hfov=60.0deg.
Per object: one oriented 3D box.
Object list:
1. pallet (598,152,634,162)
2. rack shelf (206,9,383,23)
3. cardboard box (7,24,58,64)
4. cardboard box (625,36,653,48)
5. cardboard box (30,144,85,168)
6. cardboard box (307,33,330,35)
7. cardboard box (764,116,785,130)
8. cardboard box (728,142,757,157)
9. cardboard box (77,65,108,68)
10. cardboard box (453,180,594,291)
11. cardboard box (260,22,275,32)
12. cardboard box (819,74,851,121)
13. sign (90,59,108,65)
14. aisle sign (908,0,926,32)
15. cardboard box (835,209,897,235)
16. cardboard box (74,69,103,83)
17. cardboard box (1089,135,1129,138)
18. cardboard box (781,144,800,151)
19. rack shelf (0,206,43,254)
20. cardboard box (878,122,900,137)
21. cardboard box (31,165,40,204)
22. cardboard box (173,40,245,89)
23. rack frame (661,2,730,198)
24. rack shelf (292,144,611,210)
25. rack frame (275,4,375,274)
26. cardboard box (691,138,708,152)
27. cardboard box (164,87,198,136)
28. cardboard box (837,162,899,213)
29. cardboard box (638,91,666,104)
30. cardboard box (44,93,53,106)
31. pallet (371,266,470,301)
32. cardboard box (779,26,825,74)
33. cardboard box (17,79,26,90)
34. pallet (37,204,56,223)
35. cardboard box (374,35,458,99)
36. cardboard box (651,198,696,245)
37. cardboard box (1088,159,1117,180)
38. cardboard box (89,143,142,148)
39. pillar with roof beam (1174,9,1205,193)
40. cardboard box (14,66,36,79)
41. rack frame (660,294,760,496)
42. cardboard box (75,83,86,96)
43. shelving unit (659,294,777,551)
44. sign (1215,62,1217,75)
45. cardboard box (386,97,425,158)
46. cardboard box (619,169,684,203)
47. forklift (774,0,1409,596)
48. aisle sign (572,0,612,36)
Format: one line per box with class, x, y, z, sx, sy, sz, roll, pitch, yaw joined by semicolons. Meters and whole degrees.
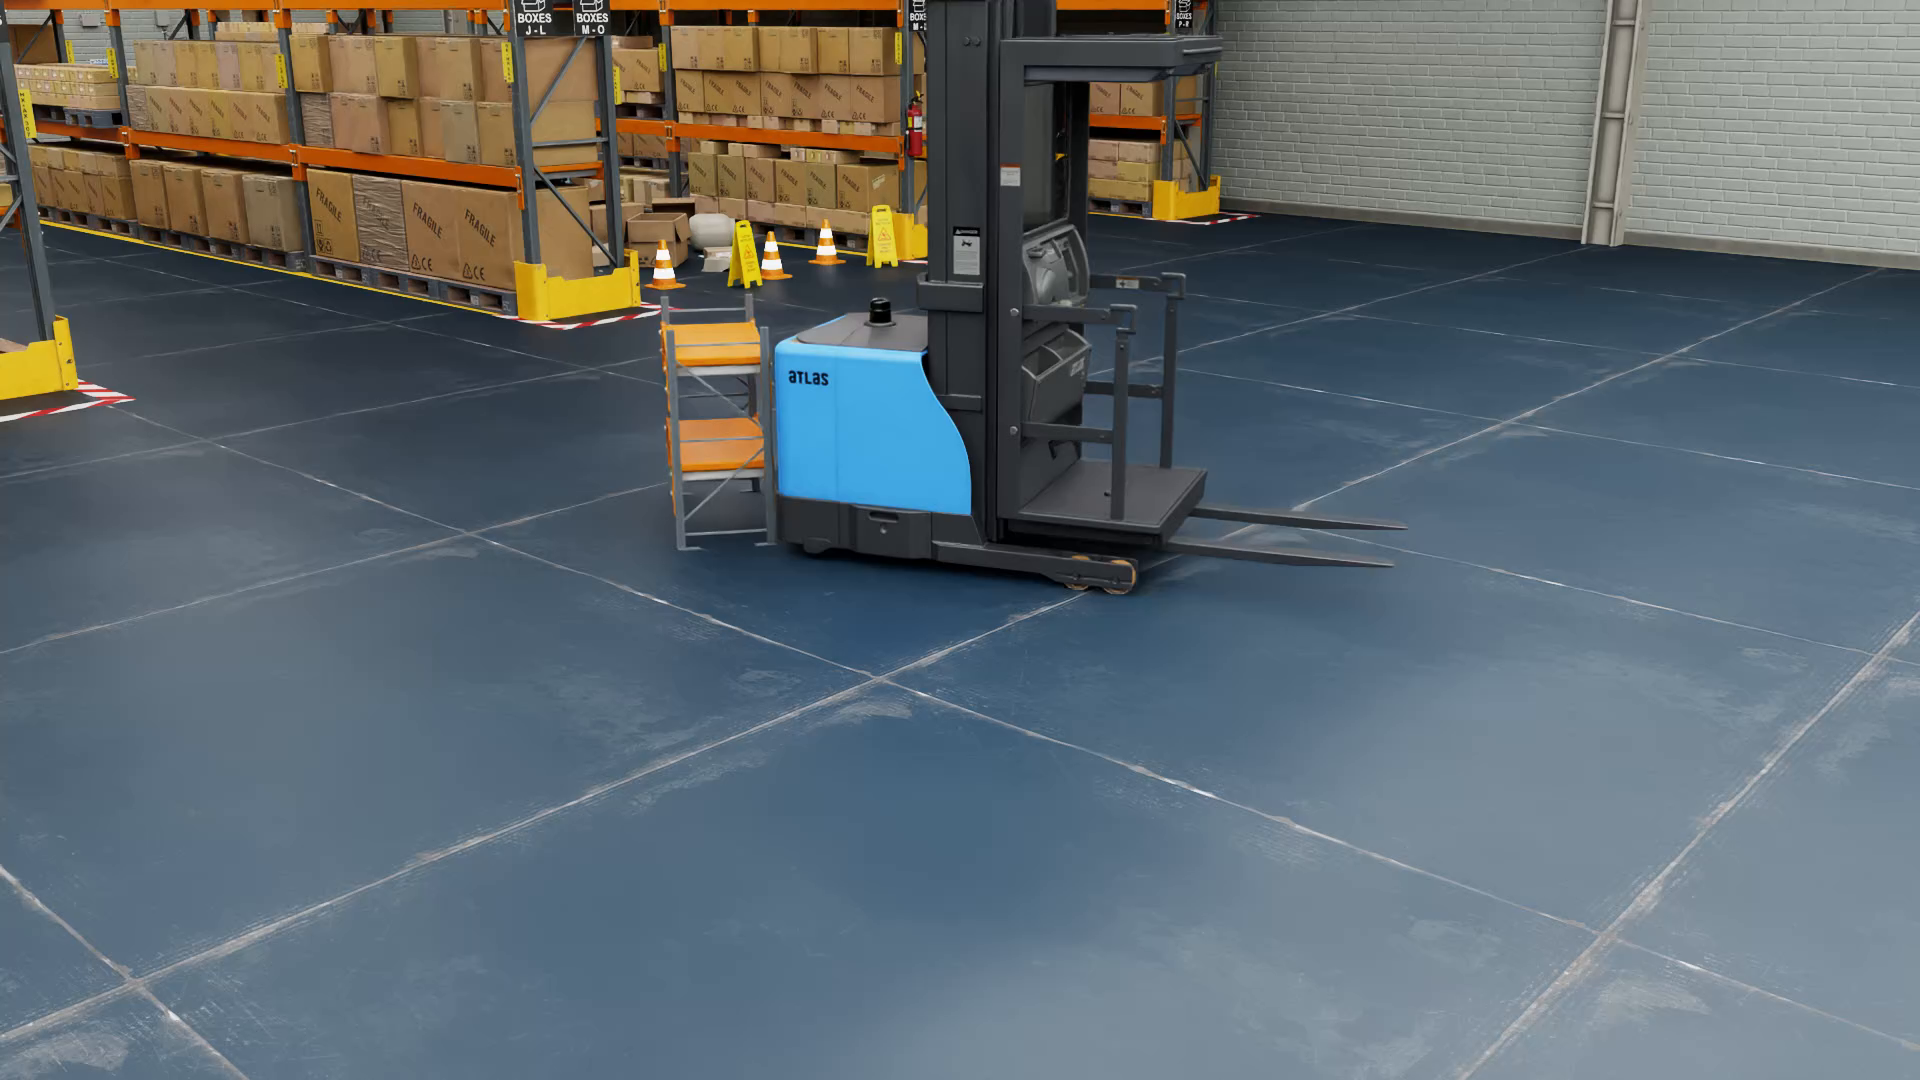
pallet;-6.470;-7.009;30.348;1.213;0.211;1.003;15;23;39
rack shelf;-10.744;-8.565;26.870;4.000;0.370;1.077;15;23;39
cardboard box;-12.634;-6.748;22.605;0.500;0.500;0.500;16;23;41
cardboard box;-4.263;-6.538;21.830;0.250;0.149;0.380;17;24;42
cardboard box;-11.681;-4.988;21.567;0.500;0.250;0.500;16;24;41
cardboard box;-9.785;-7.633;25.885;0.500;0.500;0.500;15;23;39
cardboard box;-2.085;-4.911;19.543;0.250;0.149;0.380;15;23;39
cardboard box;-2.564;-4.705;20.018;0.250;0.149;0.380;16;24;41
cardboard box;-11.054;-6.002;21.302;0.250;0.149;0.380;14;22;37
cardboard box;-4.034;-2.835;15.405;0.875;0.875;0.875;15;23;40
cardboard box;-11.027;-8.258;26.783;0.250;0.149;0.380;14;23;38
cardboard box;-1.233;-5.004;18.765;0.500;0.500;0.500;15;23;39
sign;-16.551;-9.136;31.995;0.001;0.218;0.327;15;23;39
aisle sign;-0.419;-5.828;17.719;0.004;0.787;0.394;15;23;39
cardboard box;-1.074;-3.663;19.045;0.500;0.250;0.500;15;23;39
cardboard box;-10.324;-5.542;19.855;0.250;0.149;0.380;15;23;39
cardboard box;2.042;-5.498;23.177;0.500;0.250;0.500;15;23;39
cardboard box;-2.507;-6.337;26.851;0.625;0.625;0.875;16;24;41
rack shelf;-8.347;-2.483;12.667;4.000;0.370;1.077;15;23;39
cardboard box;-0.695;-4.574;18.480;0.250;0.149;0.380;16;24;41
cardboard box;-12.082;-4.736;22.015;0.500;0.500;0.500;16;24;41
cardboard box;-8.373;-5.361;18.727;0.500;0.500;0.700;15;23;38
rack frame;-3.265;-5.470;20.888;0.127;3.000;1.000;15;23;39
rack shelf;-4.979;-3.585;16.139;4.000;0.370;1.077;15;23;39
rack frame;-6.475;-4.330;17.296;0.127;3.000;1.000;15;23;39
cardboard box;-4.184;-6.649;28.042;0.500;0.500;0.500;16;24;42
cardboard box;-8.551;-4.826;18.696;0.500;0.500;0.500;15;23;39
cardboard box;-1.045;-4.016;18.918;0.500;0.500;0.500;15;23;40
cardboard box;-3.833;-5.591;20.992;0.250;0.149;0.380;15;23;40
cardboard box;-11.097;-5.467;20.600;0.250;0.149;0.380;16;24;41
pallet;-5.041;-2.585;16.409;1.213;0.211;1.003;15;23;39
cardboard box;-1.623;-5.568;18.889;0.500;0.500;0.700;15;23;39
cardboard box;-11.683;-5.766;21.051;0.250;0.149;0.380;16;24;41
pallet;-11.875;-4.451;22.287;1.213;0.211;1.003;15;23;39
cardboard box;-5.019;-4.506;15.817;0.500;0.550;0.875;15;23;39
cardboard box;-3.367;-3.757;19.618;0.500;0.500;0.500;-3;18;-8
cardboard box;2.079;-5.049;22.586;0.500;0.250;0.500;15;23;39
cardboard box;-10.953;-5.001;21.608;0.500;0.250;0.500;14;22;37
pillar with roof beam;0.239;-8.020;19.005;0.400;9.000;9.100;15;23;39
cardboard box;-11.690;-5.908;21.007;0.250;0.149;0.380;15;23;39
rack frame;-1.389;-0.803;9.283;0.500;1.125;0.032;-3;18;-11
cardboard box;-10.339;-5.404;19.911;0.250;0.149;0.380;16;24;41
shelving unit;-1.291;-0.652;8.808;0.538;1.125;1.048;-3;18;-11
sign;3.392;-6.365;22.148;0.005;0.325;0.100;15;23;39
cardboard box;-4.976;-4.006;16.027;0.500;0.550;0.875;15;23;39
cardboard box;-4.199;-4.666;22.005;0.950;0.372;0.625;-17;24;-42
forklift;0.649;-1.318;7.920;3.031;2.935;1.130;6;19;19
aisle sign;-3.231;-4.819;14.541;0.004;0.787;0.394;15;23;39
